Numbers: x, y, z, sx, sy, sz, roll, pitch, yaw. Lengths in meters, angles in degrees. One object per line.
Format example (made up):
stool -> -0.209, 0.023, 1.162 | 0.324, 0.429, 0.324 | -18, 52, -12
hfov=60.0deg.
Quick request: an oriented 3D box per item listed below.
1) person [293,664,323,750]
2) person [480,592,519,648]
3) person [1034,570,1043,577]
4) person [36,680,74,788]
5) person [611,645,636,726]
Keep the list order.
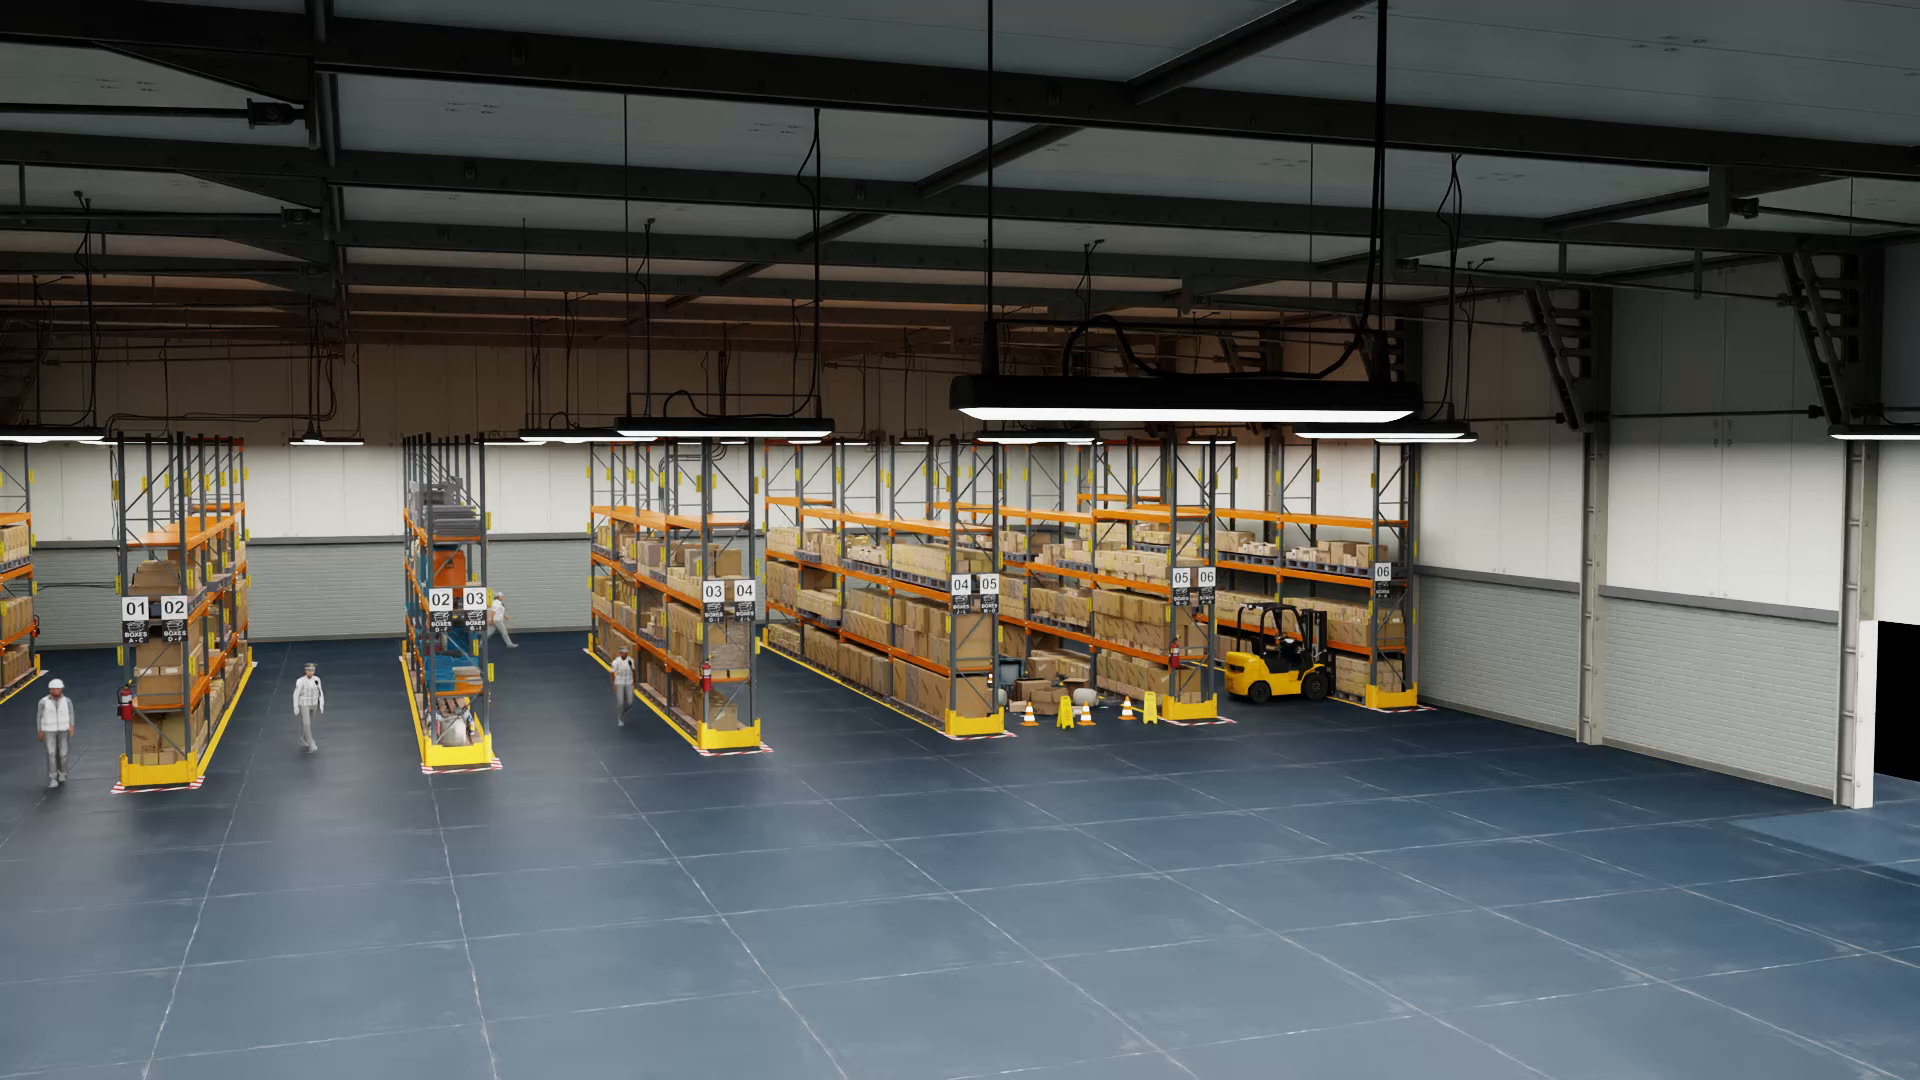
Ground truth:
person -> -12.324, 3.143, 31.510 | 1.003, 1.611, 0.522 | 2, 4, 32
person -> -13.123, 2.285, 47.360 | 1.074, 1.599, 0.483 | -1, 3, -16
person -> 2.555, 1.751, 55.394 | 0.581, 1.767, 0.582 | -2, 4, -37
person -> -15.352, 3.290, 28.344 | 0.736, 1.755, 0.564 | 3, 4, 45
person -> -6.984, 2.993, 34.445 | 0.542, 1.670, 0.503 | -2, 4, -35
